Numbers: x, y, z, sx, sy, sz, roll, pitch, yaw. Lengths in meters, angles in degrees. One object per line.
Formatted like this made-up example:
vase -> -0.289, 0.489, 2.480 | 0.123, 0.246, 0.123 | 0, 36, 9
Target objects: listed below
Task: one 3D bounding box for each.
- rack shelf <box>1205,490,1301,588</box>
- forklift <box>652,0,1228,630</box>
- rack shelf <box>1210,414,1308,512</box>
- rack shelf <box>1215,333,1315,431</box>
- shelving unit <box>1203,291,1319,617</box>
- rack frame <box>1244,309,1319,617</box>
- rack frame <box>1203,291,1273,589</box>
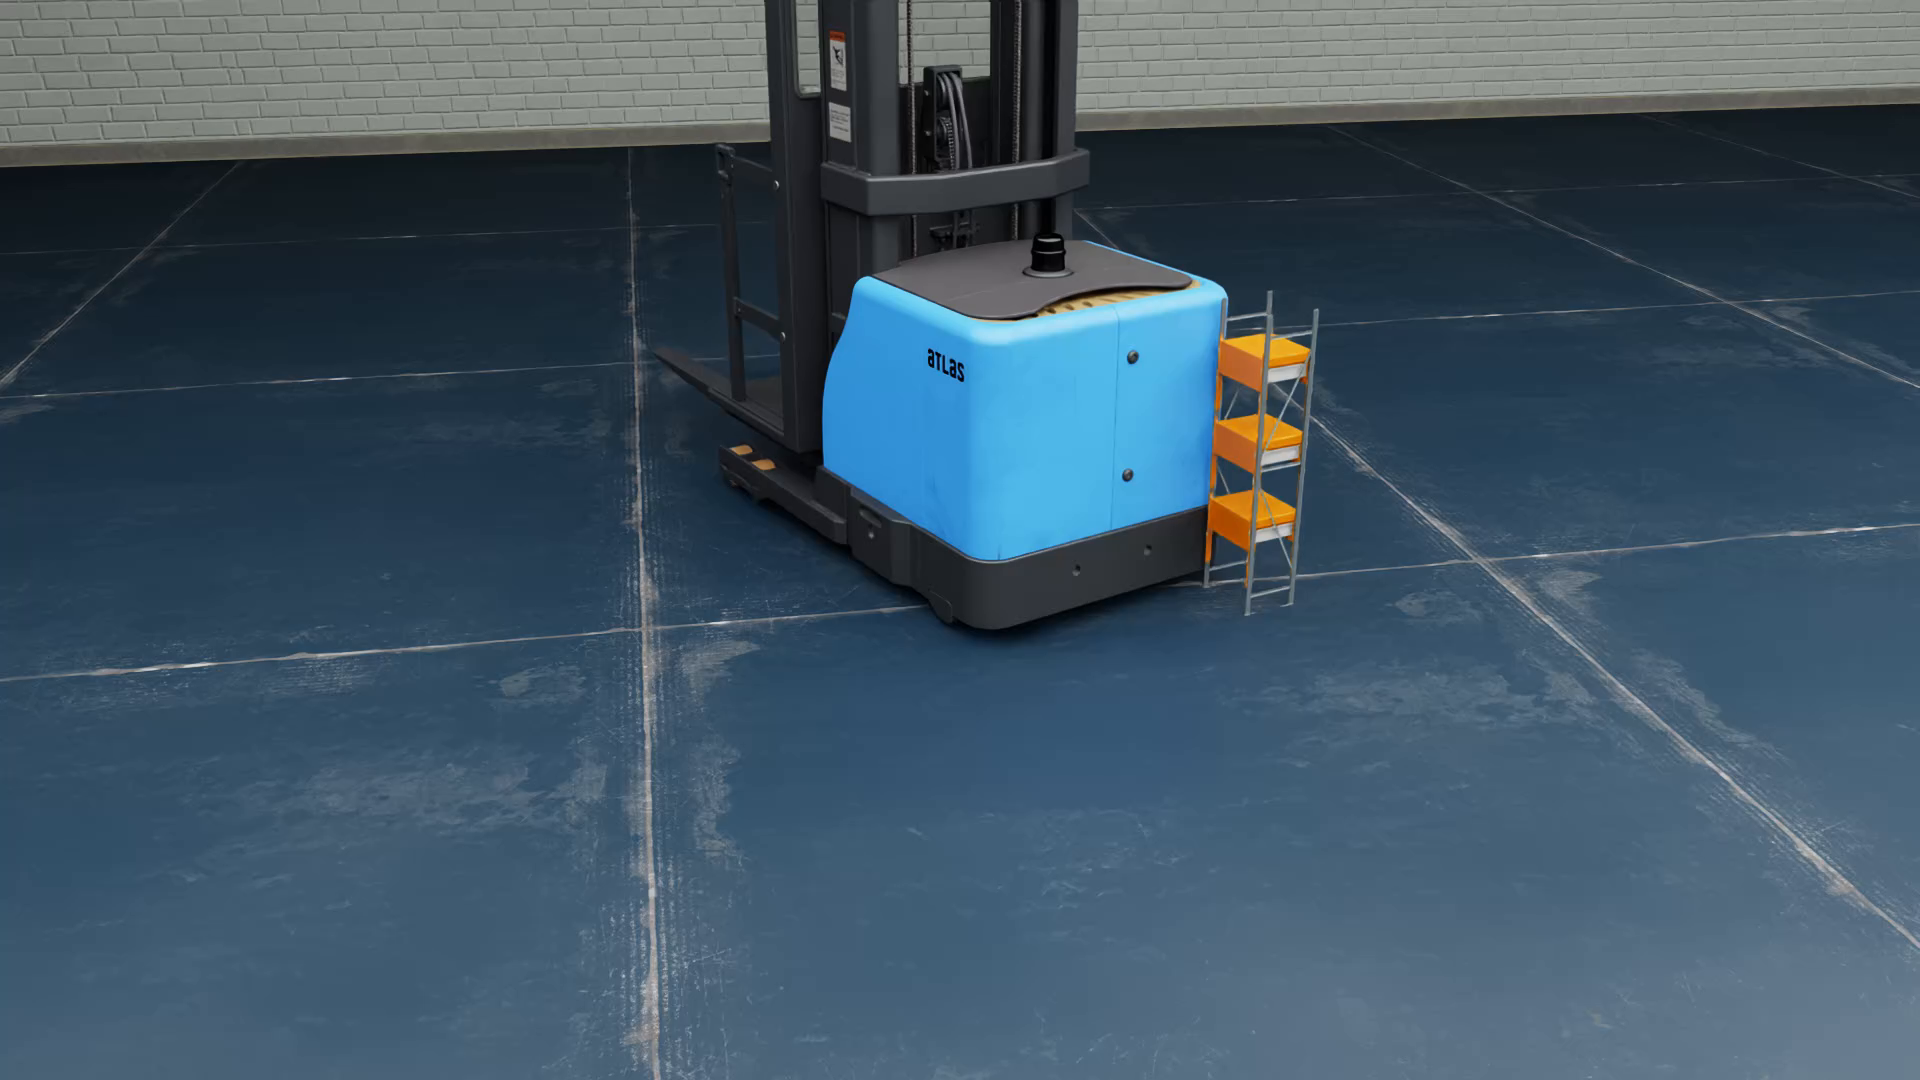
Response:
rack shelf -> 1.002, -0.018, 5.701 | 0.215, 0.259, 0.240 | -12, 26, -25
forklift -> -0.321, -1.591, 6.230 | 1.130, 2.935, 3.031 | -15, 28, -30
rack shelf -> 1.002, -0.273, 5.590 | 0.215, 0.259, 0.240 | -12, 26, -25
rack shelf -> 1.002, -0.533, 5.476 | 0.215, 0.259, 0.240 | -12, 26, -25
shelving unit -> 1.002, -0.283, 5.586 | 0.215, 1.050, 0.252 | -12, 26, -25
rack frame -> 1.057, -0.239, 5.486 | 0.200, 1.050, 0.008 | -12, 26, -25
rack frame -> 0.946, -0.326, 5.685 | 0.200, 1.050, 0.008 | -12, 26, -25
